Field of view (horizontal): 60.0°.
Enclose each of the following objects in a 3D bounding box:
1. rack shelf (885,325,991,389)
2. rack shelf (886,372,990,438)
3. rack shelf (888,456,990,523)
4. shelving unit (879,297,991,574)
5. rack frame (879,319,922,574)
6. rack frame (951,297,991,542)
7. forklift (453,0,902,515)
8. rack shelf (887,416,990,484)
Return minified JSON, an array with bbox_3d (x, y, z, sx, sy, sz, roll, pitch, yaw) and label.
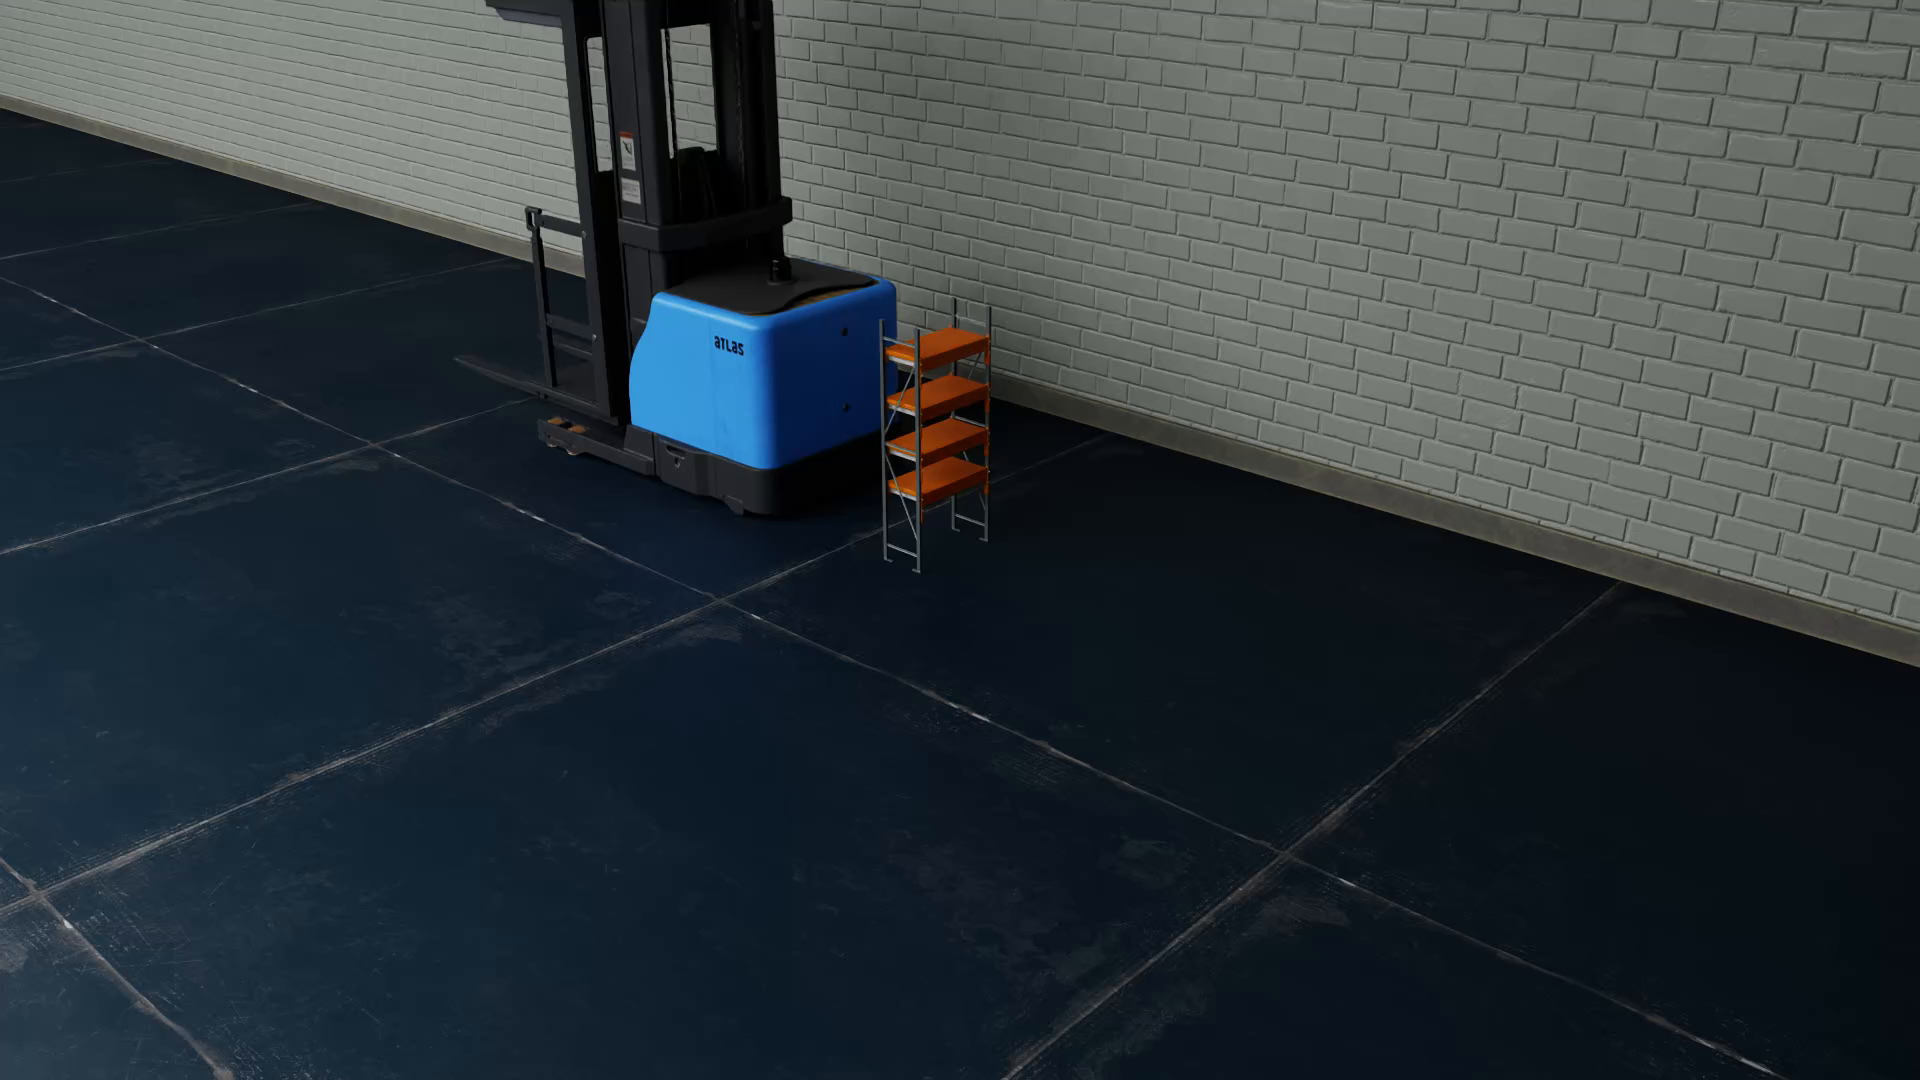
[{"bbox_3d":[-0.110,-0.856,7.731,0.258,0.148,0.480,20,31,38],"label":"rack shelf"},{"bbox_3d":[-0.110,-0.640,7.828,0.258,0.148,0.480,20,31,38],"label":"rack shelf"},{"bbox_3d":[-0.110,-0.254,8.001,0.258,0.148,0.480,20,31,38],"label":"rack shelf"},{"bbox_3d":[-0.110,-0.497,7.892,0.258,1.200,0.503,20,31,38],"label":"shelving unit"},{"bbox_3d":[-0.273,-0.423,7.726,0.240,1.200,0.015,20,31,38],"label":"rack frame"},{"bbox_3d":[0.052,-0.571,8.058,0.240,1.200,0.015,20,31,38],"label":"rack frame"},{"bbox_3d":[-1.754,-1.950,9.017,3.031,2.935,1.130,20,31,37],"label":"forklift"},{"bbox_3d":[-0.110,-0.436,7.920,0.258,0.148,0.480,20,31,38],"label":"rack shelf"}]
